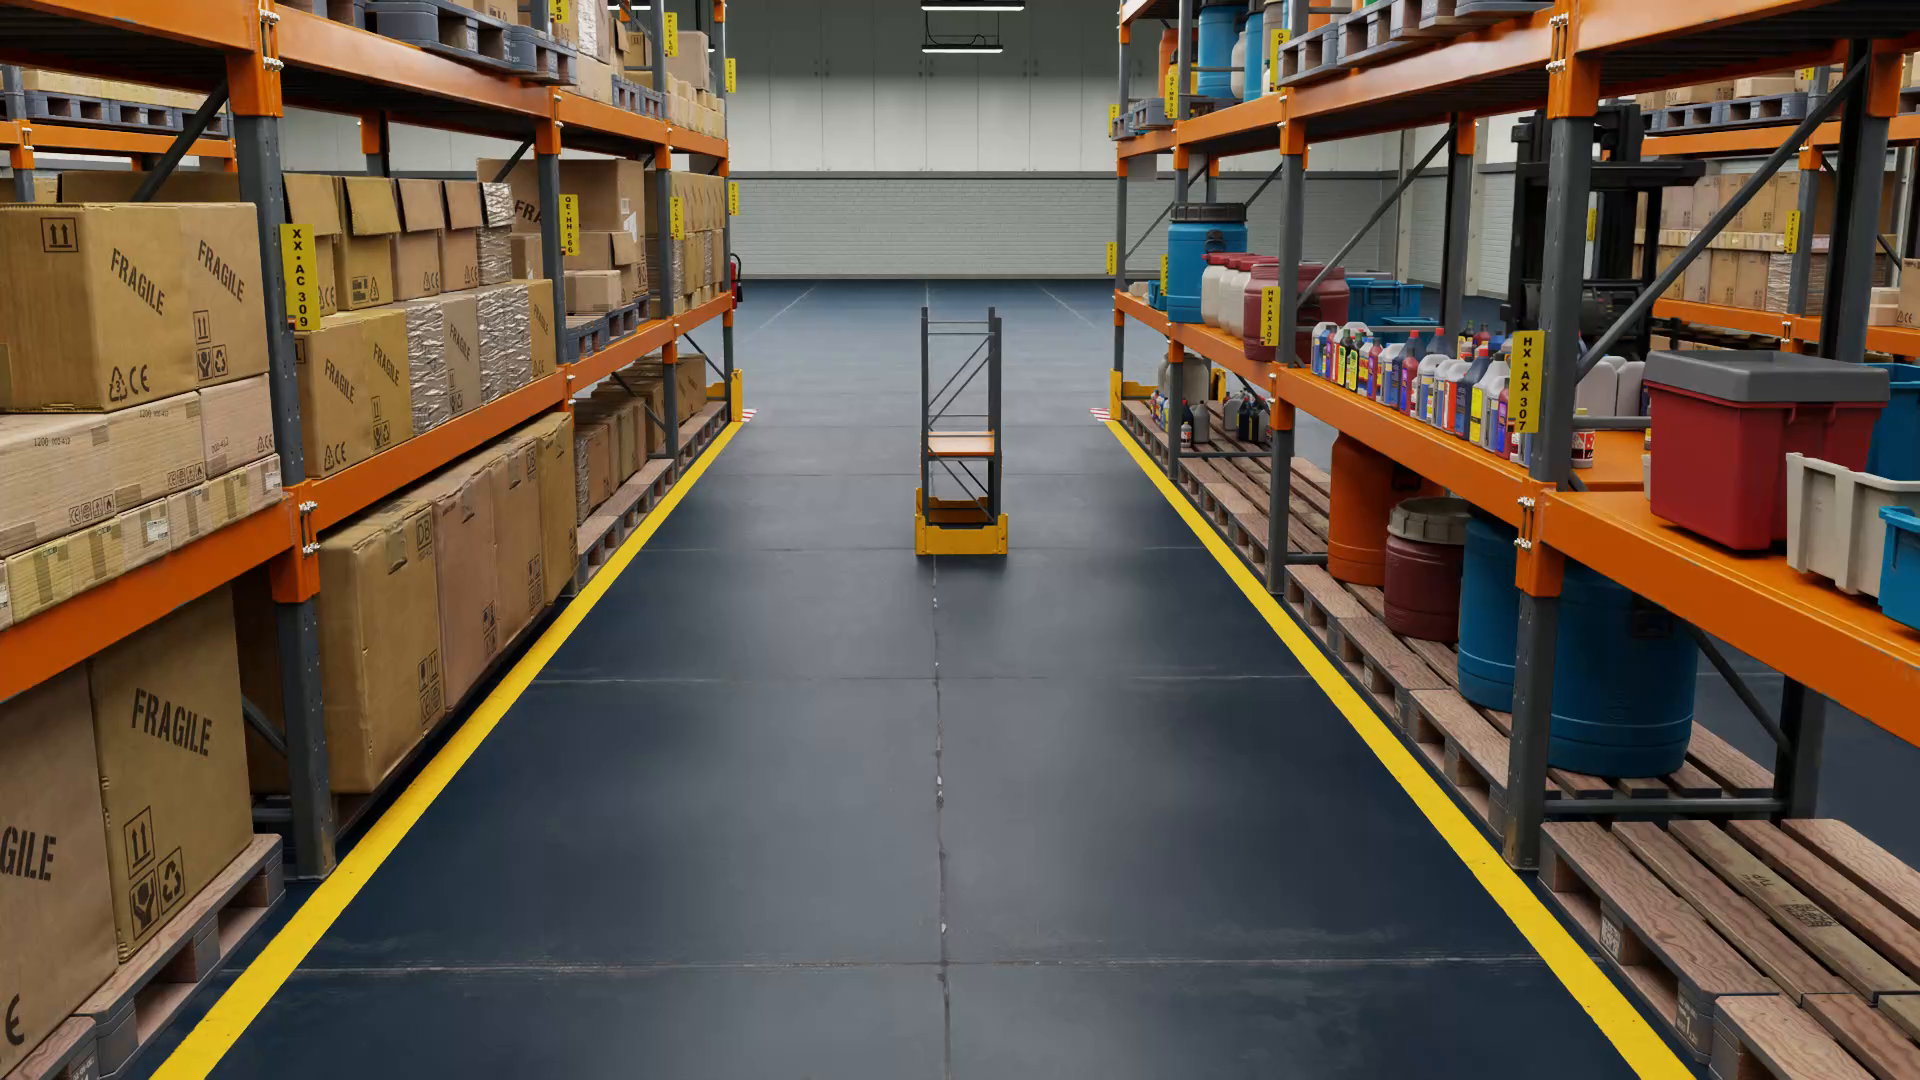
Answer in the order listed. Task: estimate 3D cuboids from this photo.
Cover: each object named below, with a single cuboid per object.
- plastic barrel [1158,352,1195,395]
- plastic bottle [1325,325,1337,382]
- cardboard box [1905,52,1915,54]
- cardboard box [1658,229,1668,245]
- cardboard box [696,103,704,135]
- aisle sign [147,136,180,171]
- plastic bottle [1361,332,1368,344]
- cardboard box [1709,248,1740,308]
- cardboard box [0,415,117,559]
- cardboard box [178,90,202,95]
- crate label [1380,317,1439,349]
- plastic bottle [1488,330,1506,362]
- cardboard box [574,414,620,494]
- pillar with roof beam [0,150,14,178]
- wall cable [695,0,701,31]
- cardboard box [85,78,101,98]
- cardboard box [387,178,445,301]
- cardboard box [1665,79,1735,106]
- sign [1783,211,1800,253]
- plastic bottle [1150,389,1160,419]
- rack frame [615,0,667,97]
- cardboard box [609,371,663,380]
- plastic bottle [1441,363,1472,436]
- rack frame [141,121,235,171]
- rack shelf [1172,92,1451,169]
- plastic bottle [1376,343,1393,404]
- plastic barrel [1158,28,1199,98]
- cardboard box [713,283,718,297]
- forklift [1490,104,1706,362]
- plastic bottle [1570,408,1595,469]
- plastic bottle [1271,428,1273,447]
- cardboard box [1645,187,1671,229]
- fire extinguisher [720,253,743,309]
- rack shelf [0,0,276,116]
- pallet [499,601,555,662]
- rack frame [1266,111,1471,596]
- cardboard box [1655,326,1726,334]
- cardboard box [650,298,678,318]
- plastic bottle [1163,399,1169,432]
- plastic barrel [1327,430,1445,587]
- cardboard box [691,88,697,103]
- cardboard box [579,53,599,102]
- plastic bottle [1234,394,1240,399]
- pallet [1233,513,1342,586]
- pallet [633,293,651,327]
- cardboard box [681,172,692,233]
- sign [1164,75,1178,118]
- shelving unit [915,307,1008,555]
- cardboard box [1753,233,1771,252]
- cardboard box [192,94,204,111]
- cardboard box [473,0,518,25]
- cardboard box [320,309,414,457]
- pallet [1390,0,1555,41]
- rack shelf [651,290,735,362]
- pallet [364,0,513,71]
[{"bbox_3d":[2.195,-1.611,16.657,0.421,0.512,0.421,0,11,0],"label":"plastic barrel"},{"bbox_3d":[1.917,-0.955,8.515,0.061,0.283,0.133,0,11,-1],"label":"plastic bottle"},{"bbox_3d":[7.113,-3.827,12.268,0.500,0.500,0.500,0,11,0],"label":"cardboard box"},{"bbox_3d":[6.865,-2.911,15.978,0.380,0.149,0.250,0,11,-2],"label":"cardboard box"},{"bbox_3d":[-2.552,-3.735,14.760,0.500,0.250,0.500,0,11,-2],"label":"cardboard box"},{"bbox_3d":[-8.110,-4.021,16.798,0.394,0.787,0.004,0,11,-1],"label":"aisle sign"},{"bbox_3d":[2.001,-0.900,8.273,0.097,0.271,0.097,0,11,0],"label":"plastic bottle"},{"bbox_3d":[7.100,-2.321,14.706,0.700,0.500,0.500,0,11,0],"label":"cardboard box"},{"bbox_3d":[-2.304,-0.131,3.788,0.500,0.250,0.500,0,11,0],"label":"cardboard box"},{"bbox_3d":[-7.509,-4.336,15.665,0.500,0.250,0.500,0,11,-1],"label":"cardboard box"},{"bbox_3d":[2.636,-1.168,9.694,0.303,0.233,0.416,0,11,-1],"label":"crate label"},{"bbox_3d":[2.698,-0.916,8.351,0.097,0.271,0.097,0,11,0],"label":"plastic bottle"},{"bbox_3d":[-2.770,-0.602,11.662,0.700,0.500,0.500,-1,12,-6],"label":"cardboard box"},{"bbox_3d":[-14.672,-9.067,33.117,9.100,9.000,0.548,0,11,-1],"label":"pillar with roof beam"},{"bbox_3d":[-8.471,-13.728,47.540,2.305,6.003,0.169,0,11,-1],"label":"wall cable"},{"bbox_3d":[-7.409,-3.766,13.856,0.380,0.149,0.250,0,11,-2],"label":"cardboard box"},{"bbox_3d":[-2.652,-1.277,7.034,0.797,0.503,0.637,0,11,1],"label":"cardboard box"},{"bbox_3d":[6.818,-4.237,15.195,0.500,0.500,0.500,0,11,-1],"label":"cardboard box"},{"bbox_3d":[6.585,-2.440,13.166,0.100,0.325,0.005,0,11,-1],"label":"sign"},{"bbox_3d":[1.831,-1.272,15.540,0.097,0.271,0.097,0,11,0],"label":"plastic bottle"},{"bbox_3d":[-2.765,-4.880,12.479,1.000,3.000,0.127,0,11,-1],"label":"rack frame"},{"bbox_3d":[-2.844,-1.237,14.843,0.500,0.500,0.500,-1,12,-6],"label":"cardboard box"},{"bbox_3d":[2.003,-0.559,6.581,0.152,0.276,0.135,0,11,-1],"label":"plastic bottle"},{"bbox_3d":[-7.808,-2.734,16.993,1.000,3.000,0.127,0,11,-1],"label":"rack frame"},{"bbox_3d":[2.229,-2.680,10.989,1.077,0.370,4.000,0,11,-1],"label":"rack shelf"},{"bbox_3d":[1.955,-0.762,7.593,0.097,0.271,0.097,0,11,0],"label":"plastic bottle"},{"bbox_3d":[2.242,-4.545,16.239,0.600,0.830,0.708,0,11,-1],"label":"plastic barrel"},{"bbox_3d":[-2.574,-2.457,16.256,0.380,0.149,0.250,0,11,-1],"label":"cardboard box"},{"bbox_3d":[4.819,-1.805,12.583,1.130,2.935,3.031,-1,11,-3],"label":"forklift"},{"bbox_3d":[2.146,-0.354,5.757,0.097,0.201,0.097,0,11,0],"label":"plastic bottle"},{"bbox_3d":[2.619,-0.904,13.724,0.097,0.271,0.097,0,11,0],"label":"plastic bottle"},{"bbox_3d":[7.071,-3.252,16.028,0.700,0.500,0.500,-1,11,-3],"label":"cardboard box"},{"bbox_3d":[-2.389,-2.722,17.124,0.296,0.674,0.183,0,11,-1],"label":"fire extinguisher"},{"bbox_3d":[-2.558,-1.069,3.051,1.077,0.370,4.000,0,11,-1],"label":"rack shelf"},{"bbox_3d":[-2.741,0.379,8.659,1.003,0.211,1.213,0,11,-1],"label":"pallet"},{"bbox_3d":[2.270,-1.165,9.257,1.000,3.000,0.127,0,11,-1],"label":"rack frame"},{"bbox_3d":[7.366,-1.895,16.829,0.500,0.500,0.500,0,11,-1],"label":"cardboard box"},{"bbox_3d":[-2.468,-1.860,13.317,0.380,0.149,0.250,0,11,-1],"label":"cardboard box"},{"bbox_3d":[1.876,-1.102,14.692,0.152,0.276,0.135,0,11,0],"label":"plastic bottle"},{"bbox_3d":[2.297,-0.210,8.952,0.600,0.830,0.708,0,11,-1],"label":"plastic barrel"},{"bbox_3d":[-2.551,-3.959,14.862,0.380,0.149,0.250,-1,11,-4],"label":"cardboard box"},{"bbox_3d":[-2.447,-2.738,9.842,0.500,0.250,0.500,0,11,0],"label":"cardboard box"},{"bbox_3d":[2.562,-1.195,15.148,0.152,0.276,0.135,-1,11,-3],"label":"plastic bottle"},{"bbox_3d":[2.293,0.048,10.294,1.003,0.211,1.213,0,11,-1],"label":"pallet"},{"bbox_3d":[-2.894,-1.693,12.343,1.003,0.211,1.213,0,11,-1],"label":"pallet"},{"bbox_3d":[-2.532,-2.814,13.873,0.500,0.500,0.500,0,11,-1],"label":"cardboard box"},{"bbox_3d":[1.637,-3.434,12.876,0.100,0.325,0.005,0,11,-1],"label":"sign"},{"bbox_3d":[-0.002,-0.750,10.985,0.587,1.500,1.083,0,11,-1],"label":"shelving unit"},{"bbox_3d":[6.909,-2.501,13.959,0.380,0.149,0.250,-1,11,-3],"label":"cardboard box"},{"bbox_3d":[-7.452,-4.170,15.851,0.380,0.149,0.250,0,11,0],"label":"cardboard box"},{"bbox_3d":[-2.597,-2.750,8.210,0.797,0.503,0.637,0,11,2],"label":"cardboard box"},{"bbox_3d":[-2.370,-0.591,6.175,0.500,0.500,0.500,0,11,-1],"label":"cardboard box"},{"bbox_3d":[2.239,-1.903,5.824,1.213,0.211,1.003,0,11,-1],"label":"pallet"},{"bbox_3d":[-2.806,-1.985,15.107,1.077,0.370,4.000,0,11,-1],"label":"rack shelf"},{"bbox_3d":[-2.589,-2.172,7.151,1.003,0.211,1.213,0,11,1],"label":"pallet"}]
